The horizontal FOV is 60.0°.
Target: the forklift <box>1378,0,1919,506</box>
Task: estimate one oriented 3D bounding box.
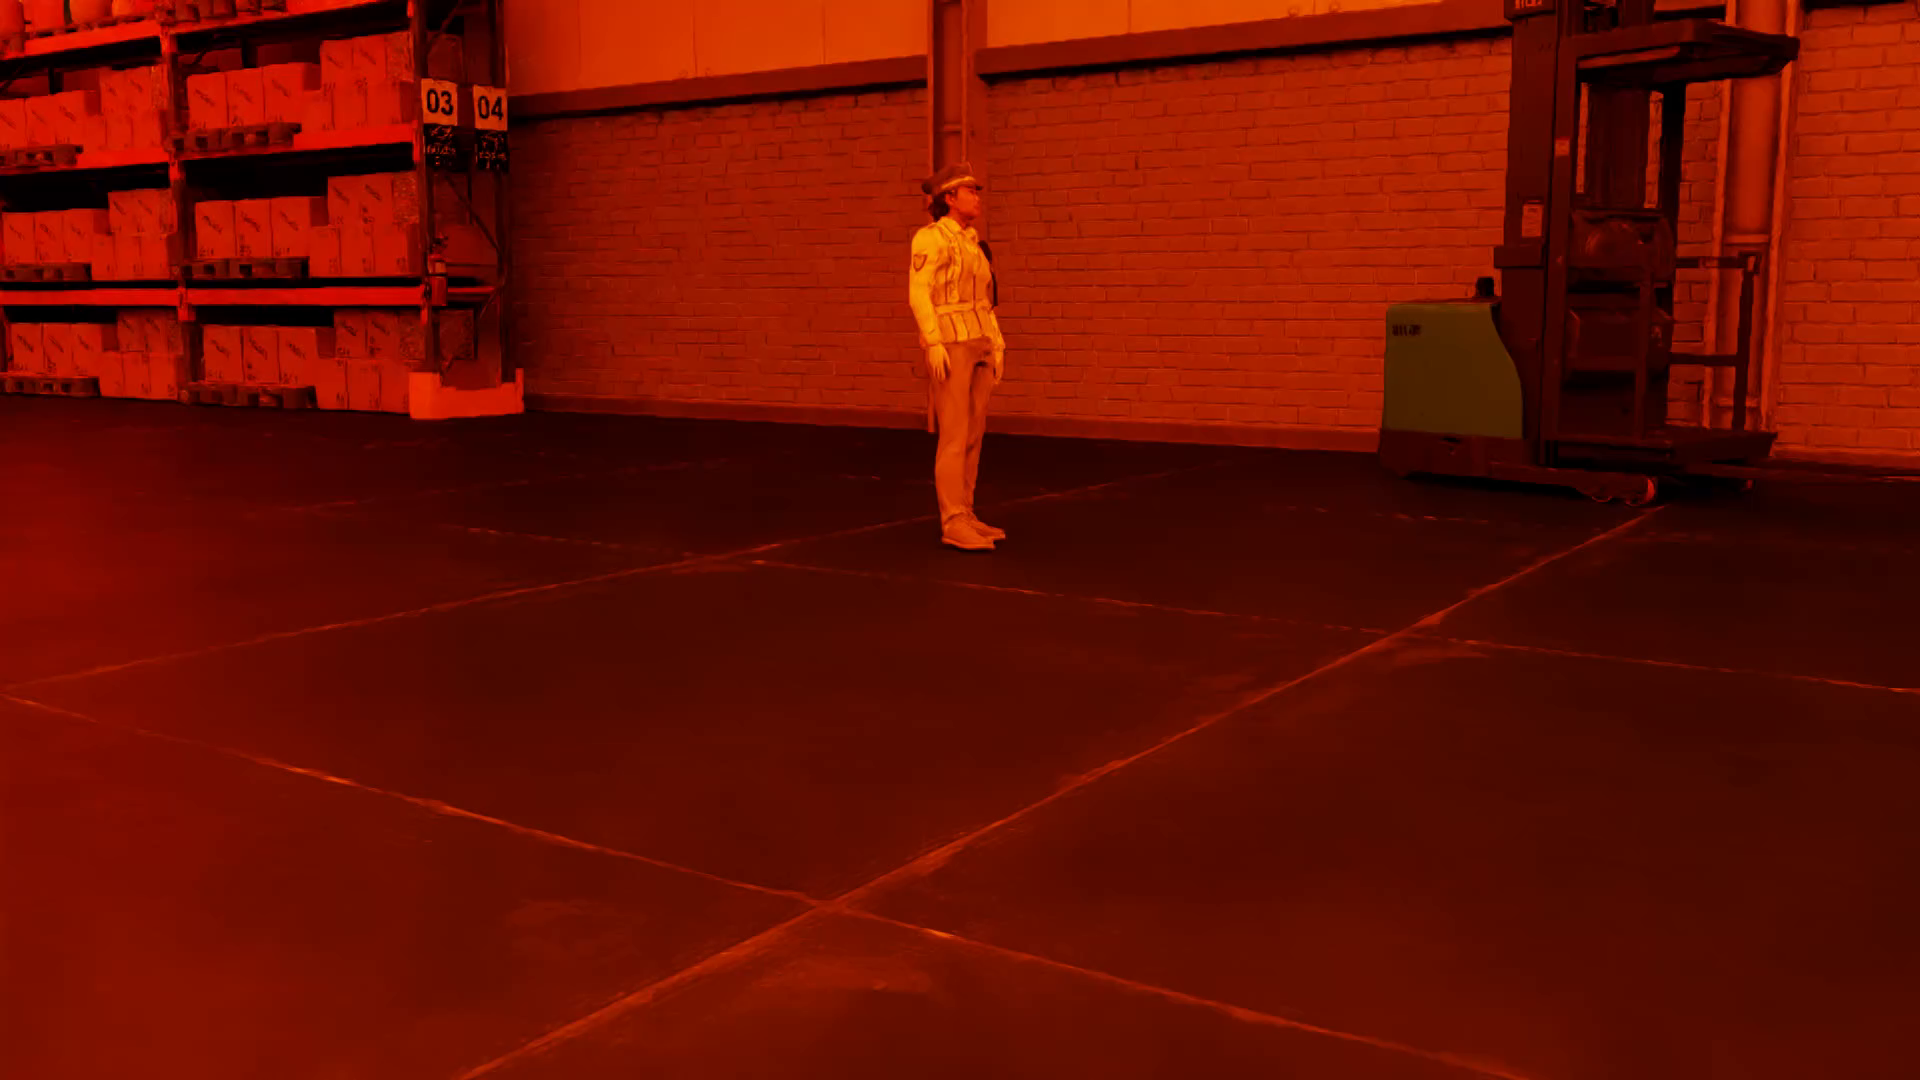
[{"bbox_3d":[3.862,-1.709,9.213,1.130,2.935,3.031,-6,10,-36],"label":"forklift"}]

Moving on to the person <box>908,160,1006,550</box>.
[{"bbox_3d":[0.052,-0.840,7.440,0.533,1.695,0.586,5,10,34],"label":"person"}]
